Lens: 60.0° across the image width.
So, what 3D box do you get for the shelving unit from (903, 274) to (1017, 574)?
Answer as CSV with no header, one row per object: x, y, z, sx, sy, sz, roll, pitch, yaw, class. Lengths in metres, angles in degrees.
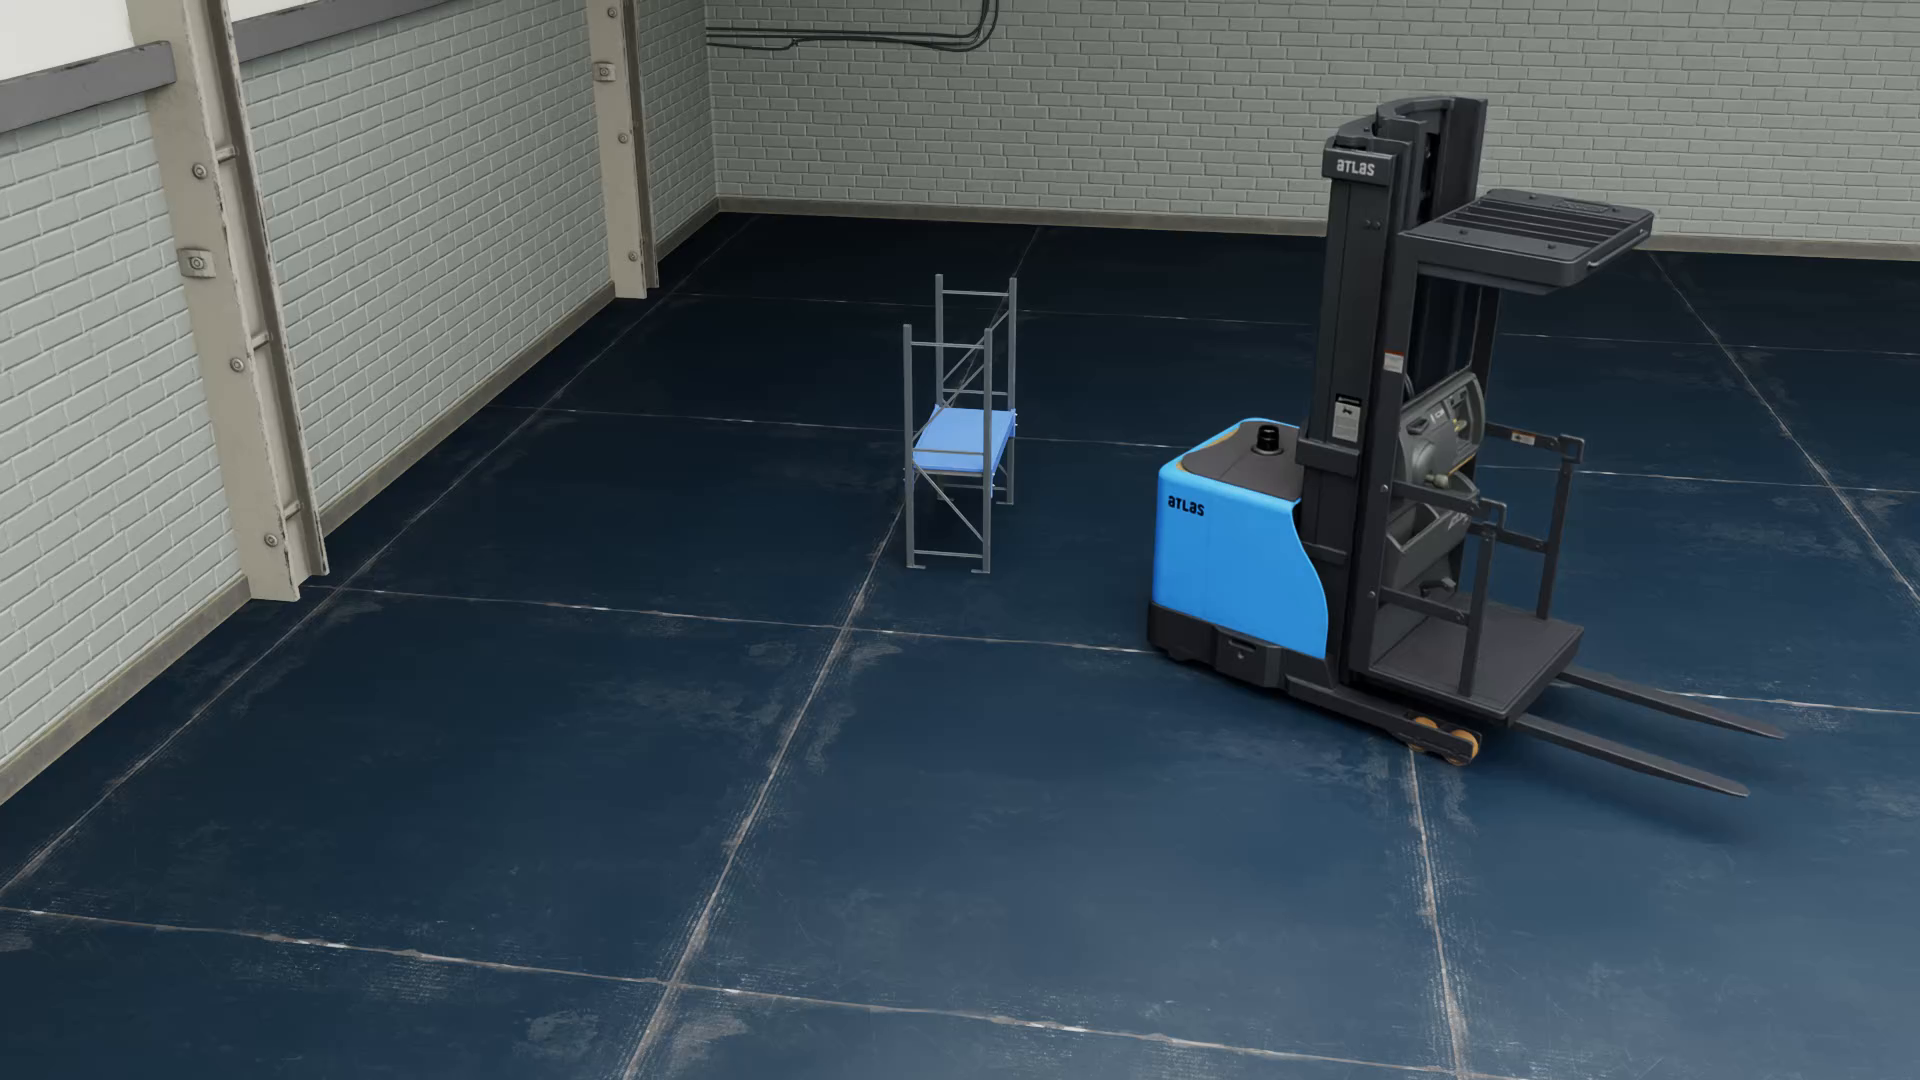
0.014,-0.715,10.008,0.538,1.500,1.048,4,25,9,shelving unit

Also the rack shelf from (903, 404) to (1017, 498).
0.014,-0.552,10.085,0.538,0.185,1.000,4,25,9,rack shelf

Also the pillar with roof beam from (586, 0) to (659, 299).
1.313,-6.028,12.514,9.100,9.000,0.400,4,25,9,pillar with roof beam

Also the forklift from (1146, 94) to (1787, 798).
2.476,-0.504,7.869,3.031,2.935,1.130,18,31,34,forklift

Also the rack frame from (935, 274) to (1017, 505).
0.097,-0.928,10.462,0.500,1.500,0.032,4,25,9,rack frame

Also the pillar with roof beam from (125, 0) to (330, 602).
0.332,-3.519,7.153,9.100,9.000,0.400,4,25,9,pillar with roof beam

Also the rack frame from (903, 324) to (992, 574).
-0.069,-0.502,9.554,0.500,1.500,0.032,4,25,9,rack frame

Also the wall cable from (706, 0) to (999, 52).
-1.149,-6.061,16.246,3.097,2.526,0.112,4,25,9,wall cable
